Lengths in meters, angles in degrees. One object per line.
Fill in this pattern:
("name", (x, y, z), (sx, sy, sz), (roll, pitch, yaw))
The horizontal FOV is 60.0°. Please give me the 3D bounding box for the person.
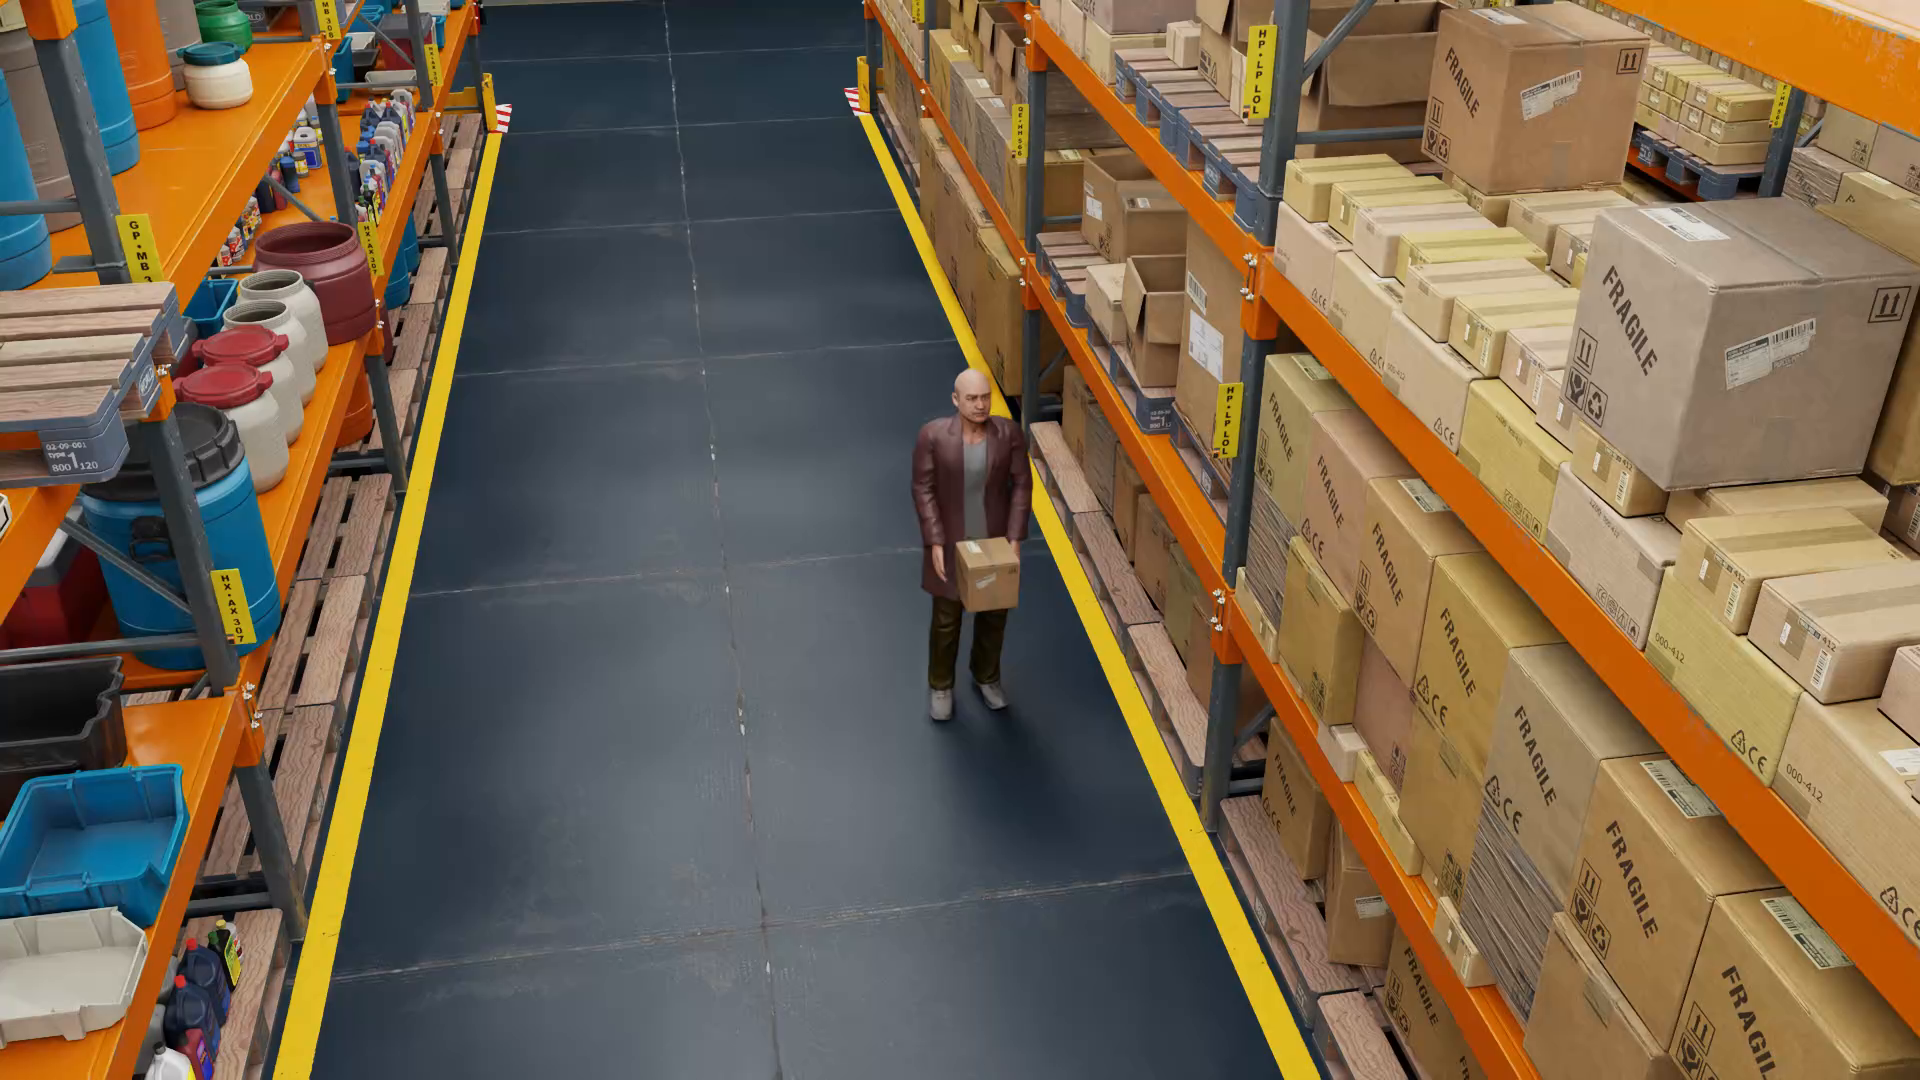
("person", (0.074, 0.044, 8.085), (0.600, 1.787, 0.468), (-5, 31, -8))
